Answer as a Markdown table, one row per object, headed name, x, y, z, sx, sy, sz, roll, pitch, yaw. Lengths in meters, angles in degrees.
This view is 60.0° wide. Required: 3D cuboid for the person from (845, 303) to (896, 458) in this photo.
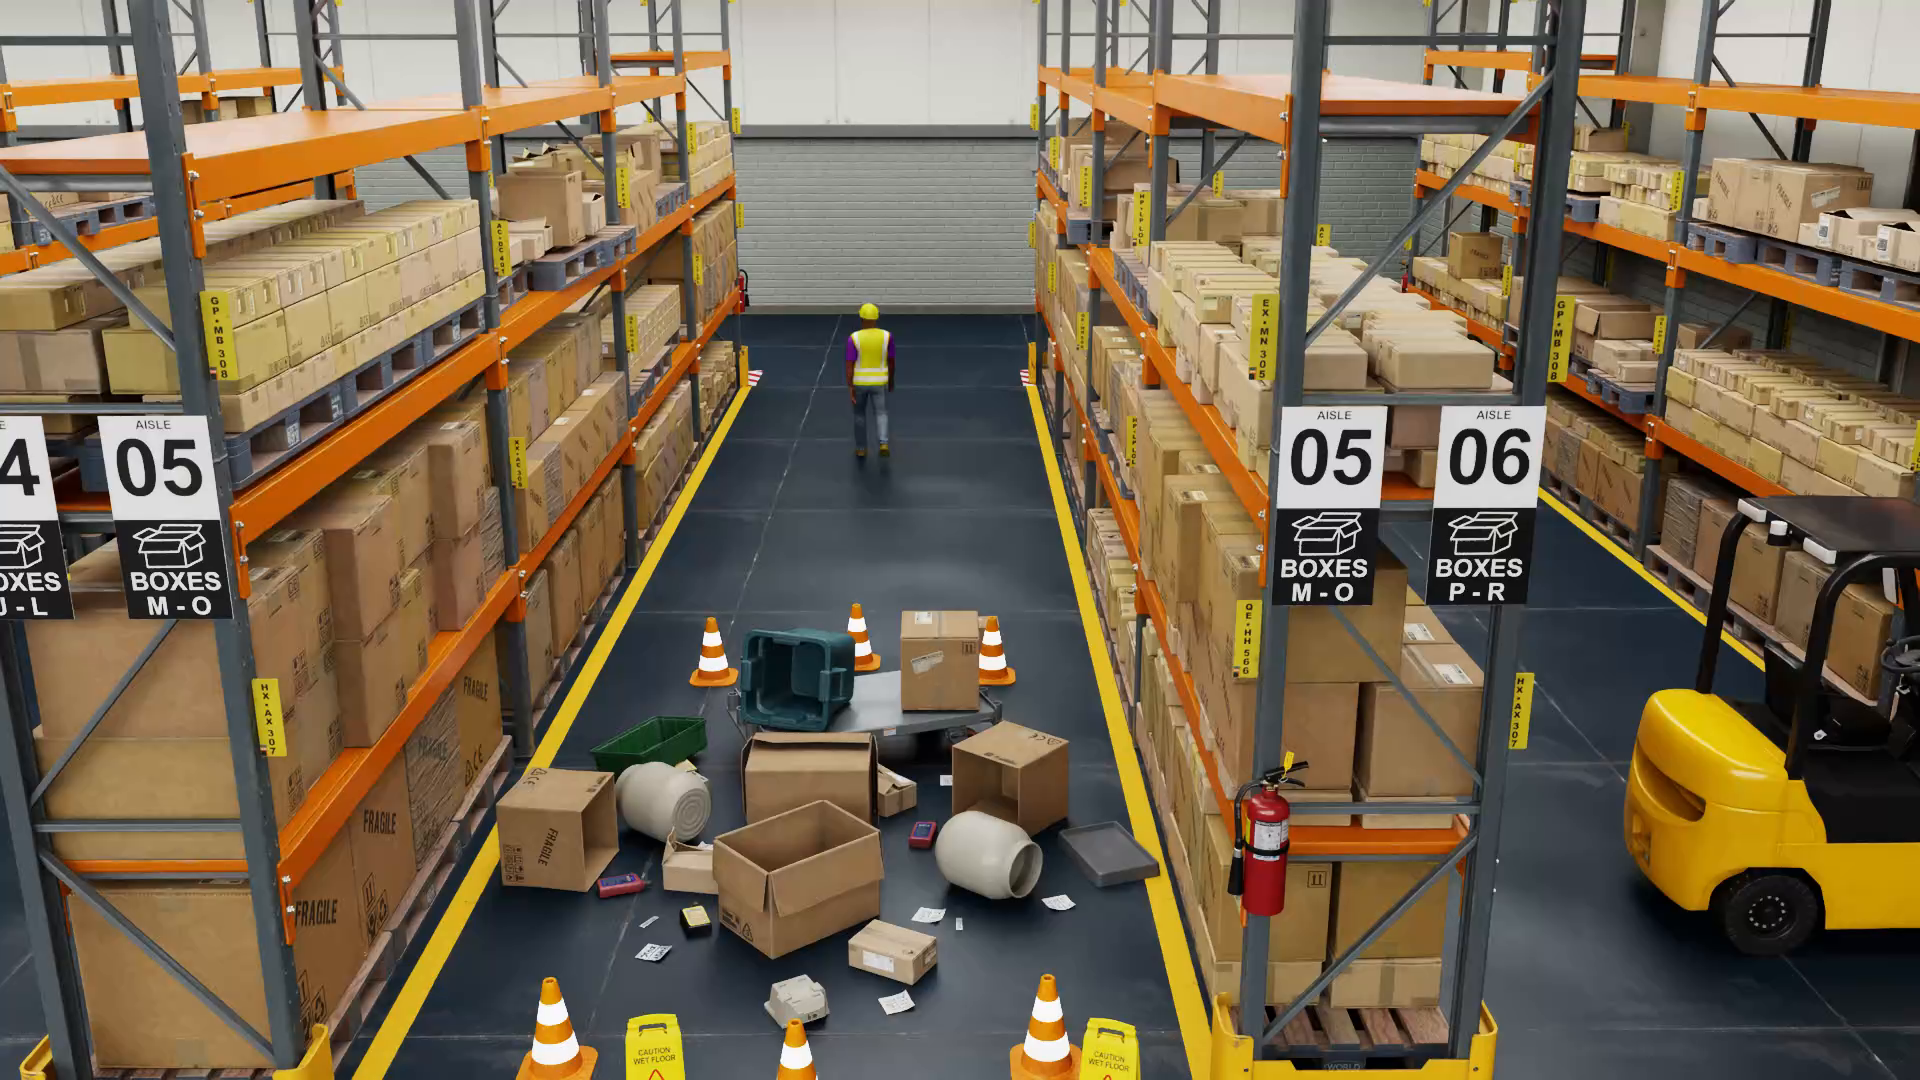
| name | x | y | z | sx | sy | sz | roll | pitch | yaw |
| --- | --- | --- | --- | --- | --- | --- | --- | --- | --- |
| person | -0.974 | -1.716 | 18.105 | 0.558 | 1.734 | 0.917 | -3 | 17 | -9 |
